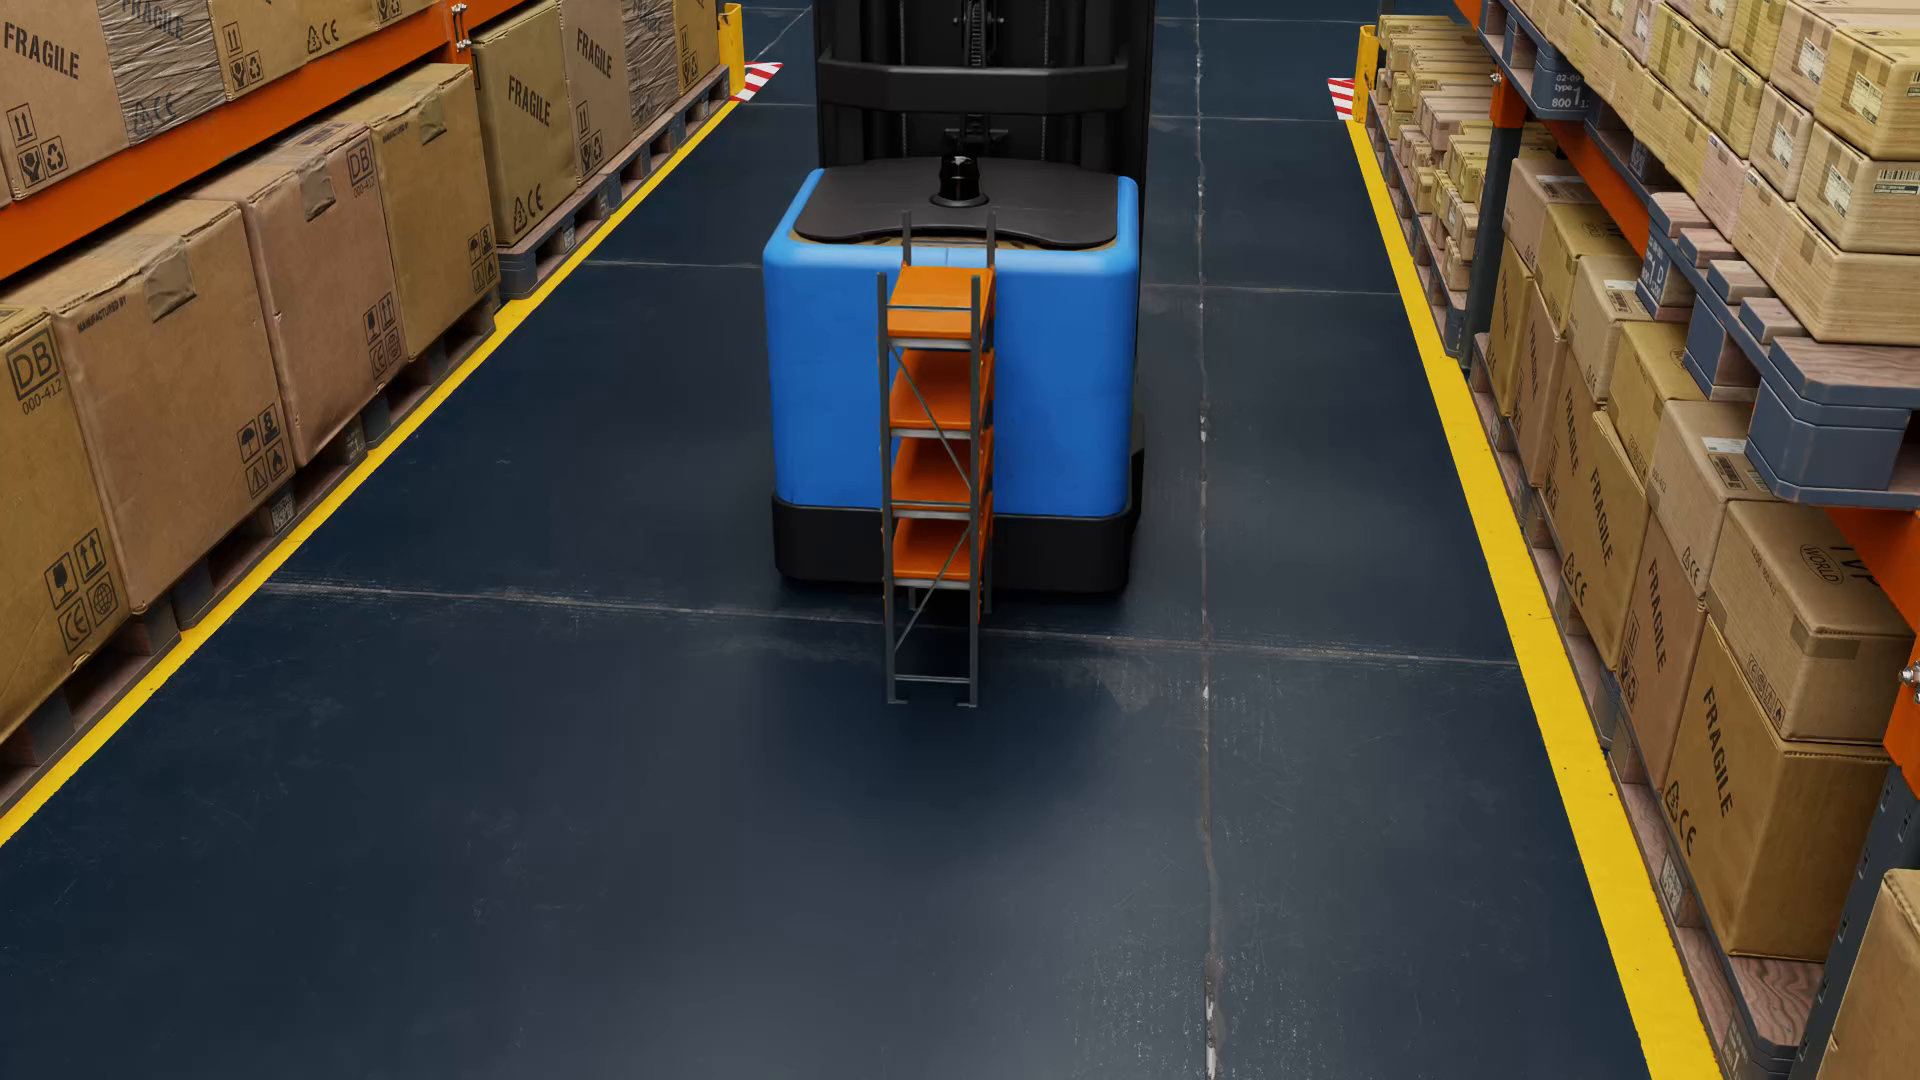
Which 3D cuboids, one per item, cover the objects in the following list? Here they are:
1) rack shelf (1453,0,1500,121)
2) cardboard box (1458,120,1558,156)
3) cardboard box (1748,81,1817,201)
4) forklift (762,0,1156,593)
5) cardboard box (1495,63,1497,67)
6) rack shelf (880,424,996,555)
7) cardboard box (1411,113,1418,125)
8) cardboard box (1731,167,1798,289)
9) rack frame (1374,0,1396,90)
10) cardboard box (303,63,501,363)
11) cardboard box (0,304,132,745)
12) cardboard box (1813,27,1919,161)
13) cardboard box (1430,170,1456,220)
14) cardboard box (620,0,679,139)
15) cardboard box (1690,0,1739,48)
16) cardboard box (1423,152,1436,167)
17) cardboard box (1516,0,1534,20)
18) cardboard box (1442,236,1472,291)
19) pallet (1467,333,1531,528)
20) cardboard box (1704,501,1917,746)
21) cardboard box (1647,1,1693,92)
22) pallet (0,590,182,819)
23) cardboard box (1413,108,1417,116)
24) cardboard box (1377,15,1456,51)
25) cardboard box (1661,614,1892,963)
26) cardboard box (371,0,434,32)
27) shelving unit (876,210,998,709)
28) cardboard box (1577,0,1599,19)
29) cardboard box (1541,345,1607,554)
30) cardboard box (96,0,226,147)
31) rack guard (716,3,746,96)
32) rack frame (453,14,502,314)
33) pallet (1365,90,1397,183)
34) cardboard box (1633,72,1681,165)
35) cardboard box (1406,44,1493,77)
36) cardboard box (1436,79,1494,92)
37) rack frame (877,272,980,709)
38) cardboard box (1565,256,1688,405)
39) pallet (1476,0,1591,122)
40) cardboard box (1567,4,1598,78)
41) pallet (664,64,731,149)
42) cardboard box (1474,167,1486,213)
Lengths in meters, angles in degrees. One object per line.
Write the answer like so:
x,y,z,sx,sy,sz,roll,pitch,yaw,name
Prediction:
2.697,-2.600,7.671,1.077,0.370,4.000,3,28,6,rack shelf
2.362,-1.707,7.192,0.380,0.149,0.250,4,29,8,cardboard box
1.602,-0.682,2.862,0.380,0.149,0.250,4,29,8,cardboard box
0.098,-1.807,5.513,1.130,2.935,3.031,2,28,5,forklift
3.075,-2.534,9.040,0.380,0.149,0.250,3,28,5,cardboard box
-0.051,-0.144,4.394,0.258,0.148,0.480,2,28,5,rack shelf
2.509,-2.075,8.502,0.380,0.149,0.250,3,29,6,cardboard box
1.598,-0.542,2.916,0.380,0.149,0.250,3,28,6,cardboard box
2.942,-3.858,9.248,1.000,3.000,0.127,3,28,6,rack frame
-2.517,-1.258,6.220,1.225,0.875,0.875,3,29,6,cardboard box
-2.843,-0.001,3.887,1.225,0.875,0.875,2,28,4,cardboard box
1.567,-0.686,2.555,0.380,0.149,0.250,2,28,4,cardboard box
2.211,-1.458,7.043,0.380,0.149,0.250,2,28,4,cardboard box
-2.078,-2.709,8.913,0.875,0.875,0.875,3,28,6,cardboard box
1.661,-1.053,3.237,0.380,0.149,0.250,4,29,8,cardboard box
2.387,-1.715,7.834,0.380,0.149,0.250,4,29,7,cardboard box
1.885,-1.642,4.958,0.380,0.149,0.250,4,29,7,cardboard box
2.162,-1.109,6.709,0.380,0.149,0.250,4,29,7,cardboard box
2.358,-0.381,5.734,1.003,0.211,1.213,3,28,6,pallet
1.786,0.156,3.200,0.500,0.250,0.500,3,28,5,cardboard box
1.695,-1.041,3.528,0.380,0.149,0.250,3,28,6,cardboard box
-2.777,0.433,4.224,1.003,0.211,1.213,3,28,6,pallet
2.514,-2.196,8.413,0.380,0.149,0.250,2,28,4,cardboard box
2.541,-2.823,9.262,0.380,0.149,0.250,2,28,4,cardboard box
1.783,0.499,3.355,0.500,0.500,0.500,3,28,6,cardboard box
-2.244,-2.119,5.915,0.500,0.500,0.500,3,29,6,cardboard box
-0.051,-0.203,4.362,0.258,1.200,0.503,2,28,5,shelving unit
1.792,-1.404,4.201,0.380,0.149,0.250,3,28,5,cardboard box
1.984,-0.230,4.708,0.500,0.500,0.500,4,29,7,cardboard box
-2.435,-1.404,4.589,0.500,0.500,0.500,3,29,6,cardboard box
-1.965,-3.104,10.485,1.175,0.500,0.348,3,28,6,rack guard
-2.458,-2.311,6.377,1.000,3.000,0.127,3,28,6,rack frame
2.798,-2.214,9.137,1.003,0.211,1.213,3,28,6,pallet
1.695,-0.907,3.593,0.380,0.149,0.250,2,28,4,cardboard box
2.520,-2.453,8.577,0.380,0.149,0.250,2,28,4,cardboard box
2.463,-2.078,7.881,0.380,0.149,0.250,3,29,6,cardboard box
-0.073,-0.088,4.148,0.240,1.200,0.015,2,28,5,rack frame
1.970,-0.566,4.541,0.500,0.250,0.500,4,29,8,cardboard box
2.214,-1.539,5.147,1.003,0.211,1.213,3,28,6,pallet
1.793,-1.276,4.277,0.380,0.149,0.250,3,28,5,cardboard box
-1.988,-2.585,9.826,1.003,0.211,1.213,3,28,6,pallet
2.237,-1.349,6.528,0.380,0.149,0.250,4,29,8,cardboard box
